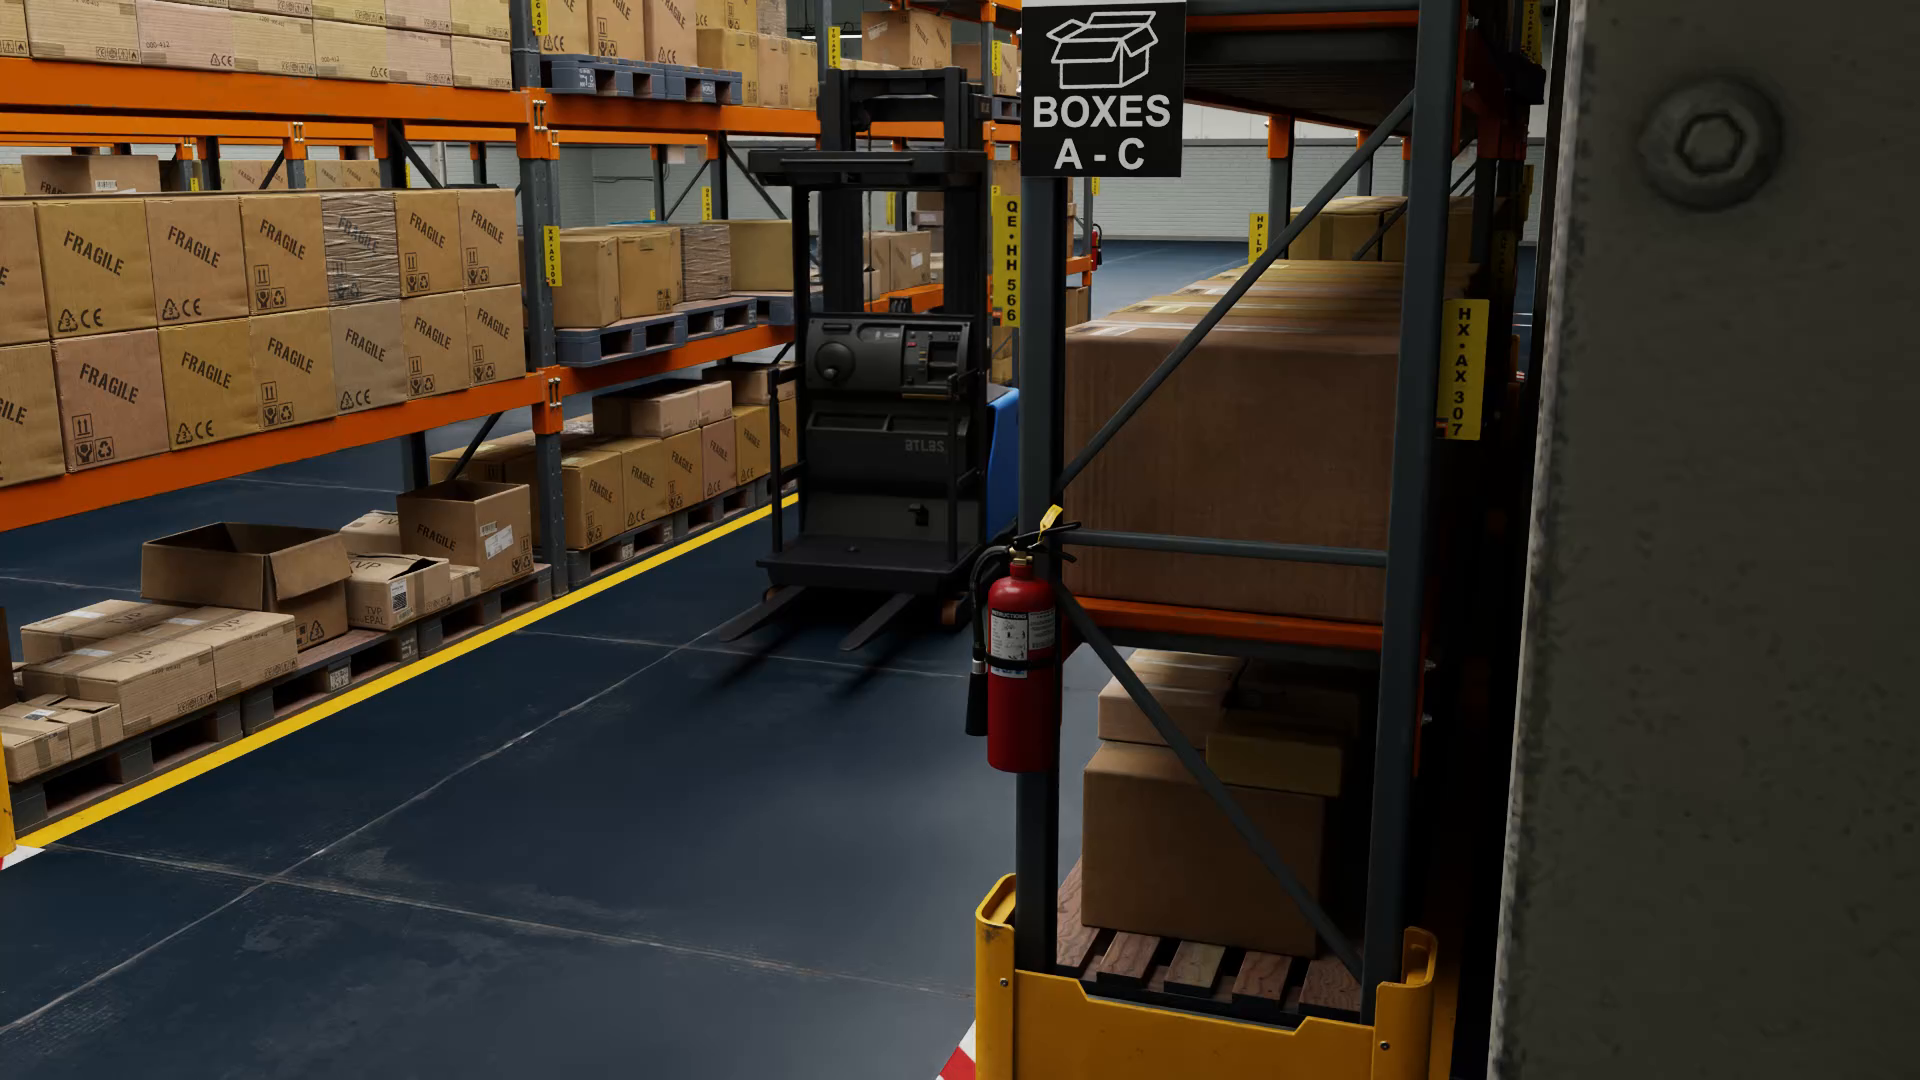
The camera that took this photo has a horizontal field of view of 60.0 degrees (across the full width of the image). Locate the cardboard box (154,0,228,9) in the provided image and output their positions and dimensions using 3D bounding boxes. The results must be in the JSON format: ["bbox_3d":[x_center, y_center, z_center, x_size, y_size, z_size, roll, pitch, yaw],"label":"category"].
[{"bbox_3d":[-3.312,-2.264,6.638,0.500,0.250,0.500,4,14,18],"label":"cardboard box"}]

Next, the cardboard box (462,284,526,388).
[{"bbox_3d":[-2.673,-1.098,8.834,0.500,0.500,0.500,5,14,19],"label":"cardboard box"}]

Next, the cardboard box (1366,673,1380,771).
[{"bbox_3d":[1.261,0.560,6.466,0.700,0.500,0.500,5,14,20],"label":"cardboard box"}]

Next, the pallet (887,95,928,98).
[{"bbox_3d":[-0.966,-3.771,14.451,1.003,0.211,1.213,5,14,21],"label":"pallet"}]

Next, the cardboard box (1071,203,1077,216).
[{"bbox_3d":[1.185,-3.971,19.961,0.380,0.149,0.250,4,13,17],"label":"cardboard box"}]

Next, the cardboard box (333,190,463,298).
[{"bbox_3d":[-2.836,-1.476,8.243,0.500,0.500,0.500,4,13,17],"label":"cardboard box"}]

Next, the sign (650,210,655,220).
[{"bbox_3d":[-4.077,-4.233,22.169,0.100,0.325,0.005,4,14,18],"label":"sign"}]

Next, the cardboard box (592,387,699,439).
[{"bbox_3d":[-2.044,-0.829,10.824,0.500,0.250,0.500,4,14,19],"label":"cardboard box"}]

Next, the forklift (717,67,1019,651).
[{"bbox_3d":[-0.452,-1.043,8.971,1.130,2.935,3.031,3,13,14],"label":"forklift"}]

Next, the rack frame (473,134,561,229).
[{"bbox_3d":[-4.852,-3.215,18.333,1.000,3.000,0.127,4,14,18],"label":"rack frame"}]

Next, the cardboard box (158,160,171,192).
[{"bbox_3d":[-9.653,-4.367,20.241,0.500,0.500,0.500,4,14,18],"label":"cardboard box"}]

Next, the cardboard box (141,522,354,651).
[{"bbox_3d":[-3.357,0.225,7.881,0.797,0.503,0.637,4,14,18],"label":"cardboard box"}]

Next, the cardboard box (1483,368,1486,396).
[{"bbox_3d":[2.425,-0.809,8.312,0.380,0.149,0.250,4,13,17],"label":"cardboard box"}]

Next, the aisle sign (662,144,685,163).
[{"bbox_3d":[-3.811,-5.361,21.892,0.394,0.787,0.004,4,14,18],"label":"aisle sign"}]

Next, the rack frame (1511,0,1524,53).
[{"bbox_3d":[3.228,-4.584,10.850,1.000,3.000,0.127,4,14,18],"label":"rack frame"}]

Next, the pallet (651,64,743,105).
[{"bbox_3d":[-2.144,-2.895,10.611,1.213,0.211,1.003,4,14,18],"label":"pallet"}]

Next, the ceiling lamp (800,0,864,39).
[{"bbox_3d":[-3.454,-15.802,46.879,2.000,3.185,0.800,4,14,18],"label":"ceiling lamp"}]

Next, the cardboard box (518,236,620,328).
[{"bbox_3d":[-2.389,-1.510,9.695,0.700,0.500,0.500,0,13,-1],"label":"cardboard box"}]

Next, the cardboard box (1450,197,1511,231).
[{"bbox_3d":[3.327,-2.114,10.888,0.500,0.250,0.500,5,14,20],"label":"cardboard box"}]

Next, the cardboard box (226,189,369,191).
[{"bbox_3d":[-3.340,-1.522,8.442,0.500,0.500,0.500,4,13,17],"label":"cardboard box"}]

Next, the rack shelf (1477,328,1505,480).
[{"bbox_3d":[2.581,-0.888,9.753,1.077,0.370,4.000,4,14,18],"label":"rack shelf"}]

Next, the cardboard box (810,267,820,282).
[{"bbox_3d":[-1.301,-2.045,13.408,0.500,0.311,0.500,5,14,22],"label":"cardboard box"}]

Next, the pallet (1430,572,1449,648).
[{"bbox_3d":[2.112,0.374,8.874,1.003,0.211,1.213,4,14,18],"label":"pallet"}]

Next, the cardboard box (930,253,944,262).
[{"bbox_3d":[-0.284,-2.678,16.315,0.500,0.250,0.500,5,14,22],"label":"cardboard box"}]

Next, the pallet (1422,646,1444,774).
[{"bbox_3d":[1.614,0.697,7.461,1.003,0.211,1.213,4,14,18],"label":"pallet"}]

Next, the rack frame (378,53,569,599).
[{"bbox_3d":[-2.754,-1.173,9.387,1.000,3.000,0.127,4,14,18],"label":"rack frame"}]

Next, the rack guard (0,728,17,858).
[{"bbox_3d":[-4.024,0.872,6.045,1.175,0.500,0.348,4,14,18],"label":"rack guard"}]

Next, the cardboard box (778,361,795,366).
[{"bbox_3d":[-1.362,-1.391,14.316,0.500,0.311,0.500,4,13,18],"label":"cardboard box"}]

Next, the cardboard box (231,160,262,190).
[{"bbox_3d":[-8.992,-4.435,20.536,0.500,0.500,0.500,4,14,18],"label":"cardboard box"}]

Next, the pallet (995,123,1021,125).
[{"bbox_3d":[0.875,-4.972,19.489,1.003,0.211,1.213,4,14,18],"label":"pallet"}]

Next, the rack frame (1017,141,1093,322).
[{"bbox_3d":[1.128,-3.700,20.457,1.000,3.000,0.127,4,14,18],"label":"rack frame"}]

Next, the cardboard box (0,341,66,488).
[{"bbox_3d":[-3.656,-0.454,6.012,0.500,0.500,0.500,5,14,20],"label":"cardboard box"}]

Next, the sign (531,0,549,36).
[{"bbox_3d":[-2.238,-2.850,8.831,0.100,0.325,0.005,4,14,18],"label":"sign"}]

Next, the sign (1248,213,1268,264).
[{"bbox_3d":[1.417,-1.380,7.870,0.100,0.325,0.005,4,14,18],"label":"sign"}]

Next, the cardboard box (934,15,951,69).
[{"bbox_3d":[-0.403,-4.690,15.763,0.500,0.500,0.500,5,14,19],"label":"cardboard box"}]

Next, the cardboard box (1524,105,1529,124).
[{"bbox_3d":[5.421,-4.430,16.648,0.500,0.500,0.500,5,14,22],"label":"cardboard box"}]

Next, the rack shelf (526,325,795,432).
[{"bbox_3d":[-2.107,-1.244,11.312,1.077,0.370,4.000,4,14,18],"label":"rack shelf"}]

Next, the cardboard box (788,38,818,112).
[{"bbox_3d":[-1.569,-3.432,12.319,0.910,0.500,0.500,4,14,18],"label":"cardboard box"}]

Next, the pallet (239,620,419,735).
[{"bbox_3d":[-3.371,0.589,7.935,1.003,0.211,1.213,4,14,18],"label":"pallet"}]

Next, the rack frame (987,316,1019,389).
[{"bbox_3d":[0.161,-0.896,11.543,0.500,1.500,0.032,3,13,14],"label":"rack frame"}]

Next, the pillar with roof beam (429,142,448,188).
[{"bbox_3d":[-11.558,-13.070,48.029,9.100,9.000,0.548,4,14,18],"label":"pillar with roof beam"}]

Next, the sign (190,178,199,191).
[{"bbox_3d":[-9.012,-4.097,19.594,0.100,0.325,0.005,4,14,18],"label":"sign"}]

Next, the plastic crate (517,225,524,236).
[{"bbox_3d":[-4.719,-3.122,17.782,0.402,0.464,0.583,4,14,18],"label":"plastic crate"}]

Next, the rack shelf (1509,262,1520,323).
[{"bbox_3d":[5.170,-2.572,17.133,1.077,0.370,4.000,4,14,18],"label":"rack shelf"}]

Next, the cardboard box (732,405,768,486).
[{"bbox_3d":[-1.708,-0.688,11.892,0.500,0.500,0.500,4,13,16],"label":"cardboard box"}]

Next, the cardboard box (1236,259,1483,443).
[{"bbox_3d":[1.743,-0.850,7.299,0.980,0.700,0.700,5,14,19],"label":"cardboard box"}]

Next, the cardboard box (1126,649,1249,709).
[{"bbox_3d":[0.723,0.474,5.386,0.380,0.149,0.250,5,14,20],"label":"cardboard box"}]

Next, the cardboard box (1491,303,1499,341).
[{"bbox_3d":[2.825,-1.423,9.545,0.500,0.500,0.500,5,14,20],"label":"cardboard box"}]

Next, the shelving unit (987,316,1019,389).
[{"bbox_3d":[0.034,-0.786,11.063,0.538,1.500,1.048,3,13,14],"label":"shelving unit"}]

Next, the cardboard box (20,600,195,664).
[{"bbox_3d":[-3.770,0.465,7.400,0.500,0.250,0.500,4,14,18],"label":"cardboard box"}]

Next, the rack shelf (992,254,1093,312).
[{"bbox_3d":[0.481,-2.928,18.692,1.077,0.370,4.000,4,14,18],"label":"rack shelf"}]

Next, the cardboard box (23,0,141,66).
[{"bbox_3d":[-3.468,-1.914,6.231,0.500,0.250,0.500,4,14,18],"label":"cardboard box"}]

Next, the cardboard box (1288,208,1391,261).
[{"bbox_3d":[1.843,-1.503,8.209,0.500,0.250,0.500,5,14,20],"label":"cardboard box"}]
